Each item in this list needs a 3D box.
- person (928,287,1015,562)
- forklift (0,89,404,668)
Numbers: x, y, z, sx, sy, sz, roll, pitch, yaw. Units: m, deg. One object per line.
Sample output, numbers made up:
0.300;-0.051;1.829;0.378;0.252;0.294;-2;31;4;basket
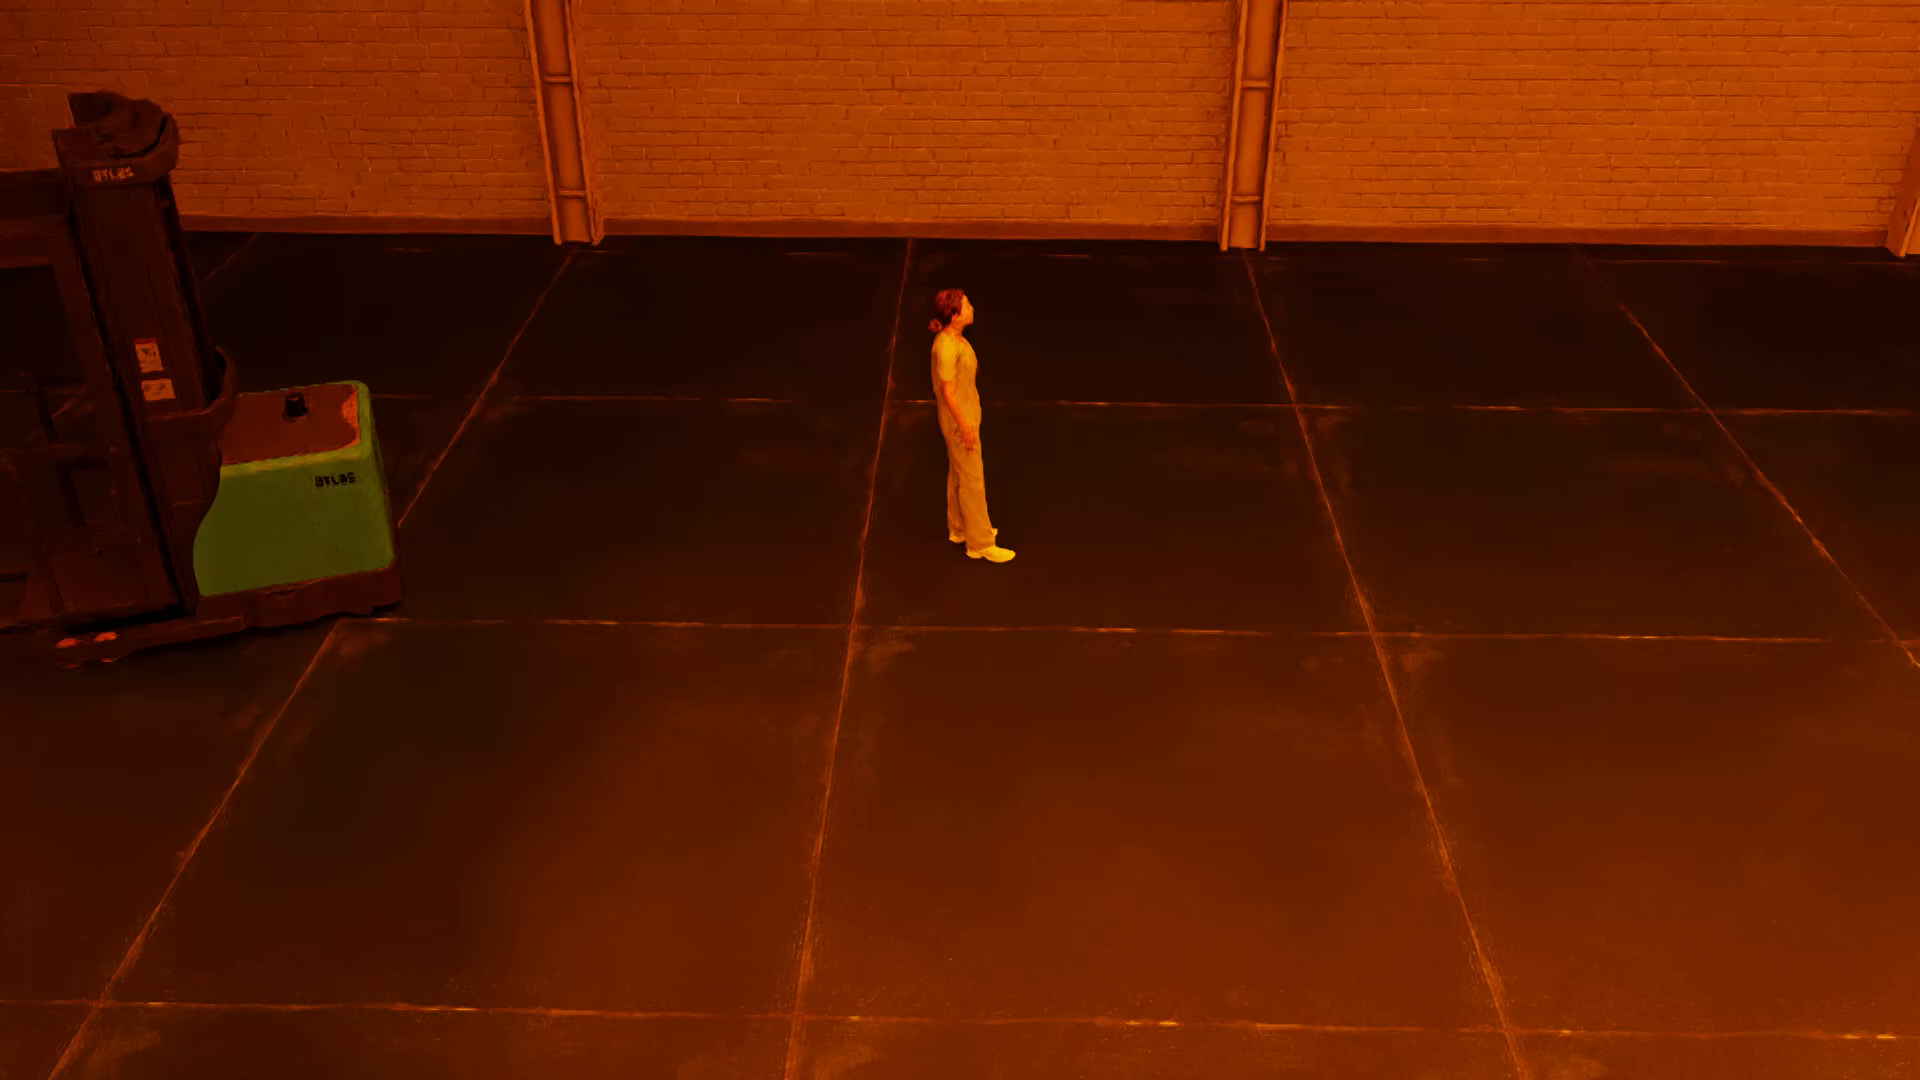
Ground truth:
0.074;-0.713;10.062;0.548;1.658;0.550;1;31;1;person
-4.858;-0.848;9.053;3.031;2.935;1.130;-10;32;-16;forklift
